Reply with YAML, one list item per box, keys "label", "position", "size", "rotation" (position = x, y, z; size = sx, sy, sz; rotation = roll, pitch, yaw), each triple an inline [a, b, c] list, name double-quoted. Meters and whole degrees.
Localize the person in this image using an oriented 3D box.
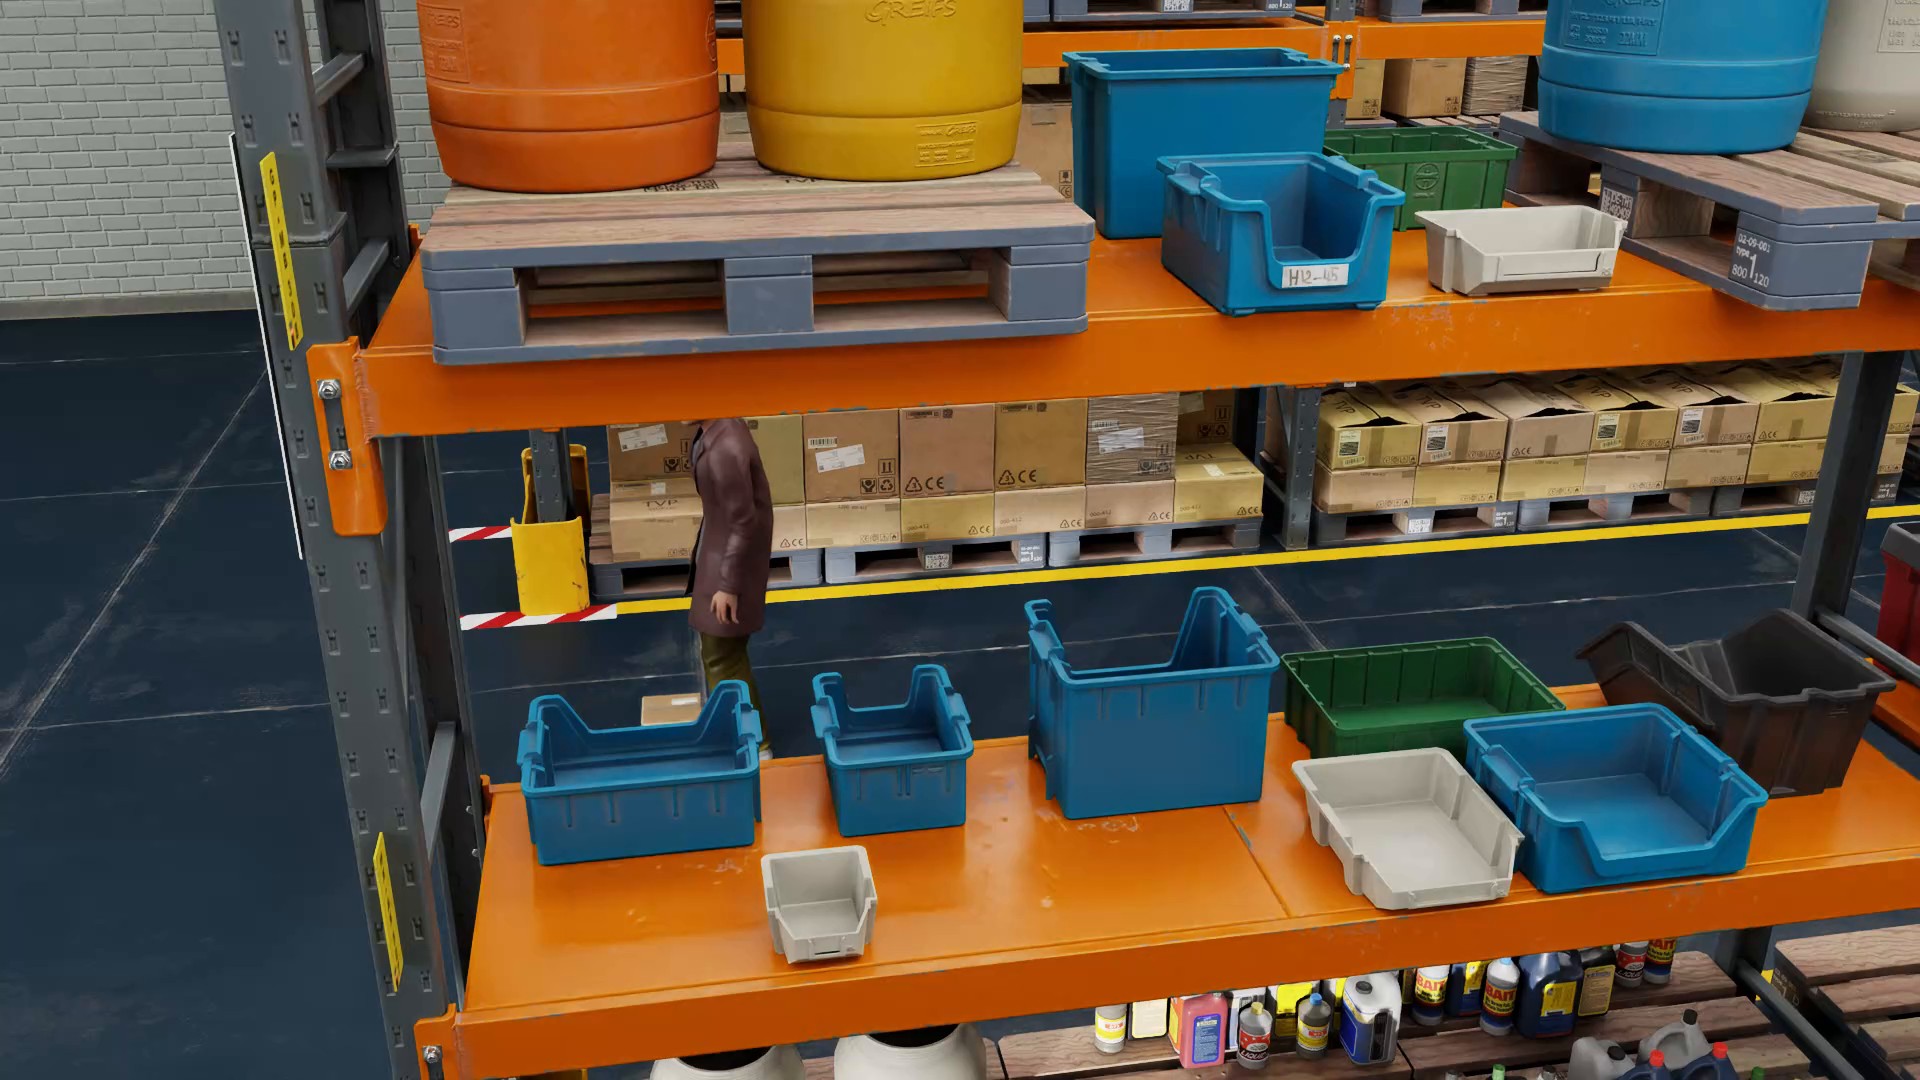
- label: "person"
  position: [-0.979, 0.109, 6.860]
  size: [0.429, 1.772, 0.644]
  rotation: [-5, 24, -12]
